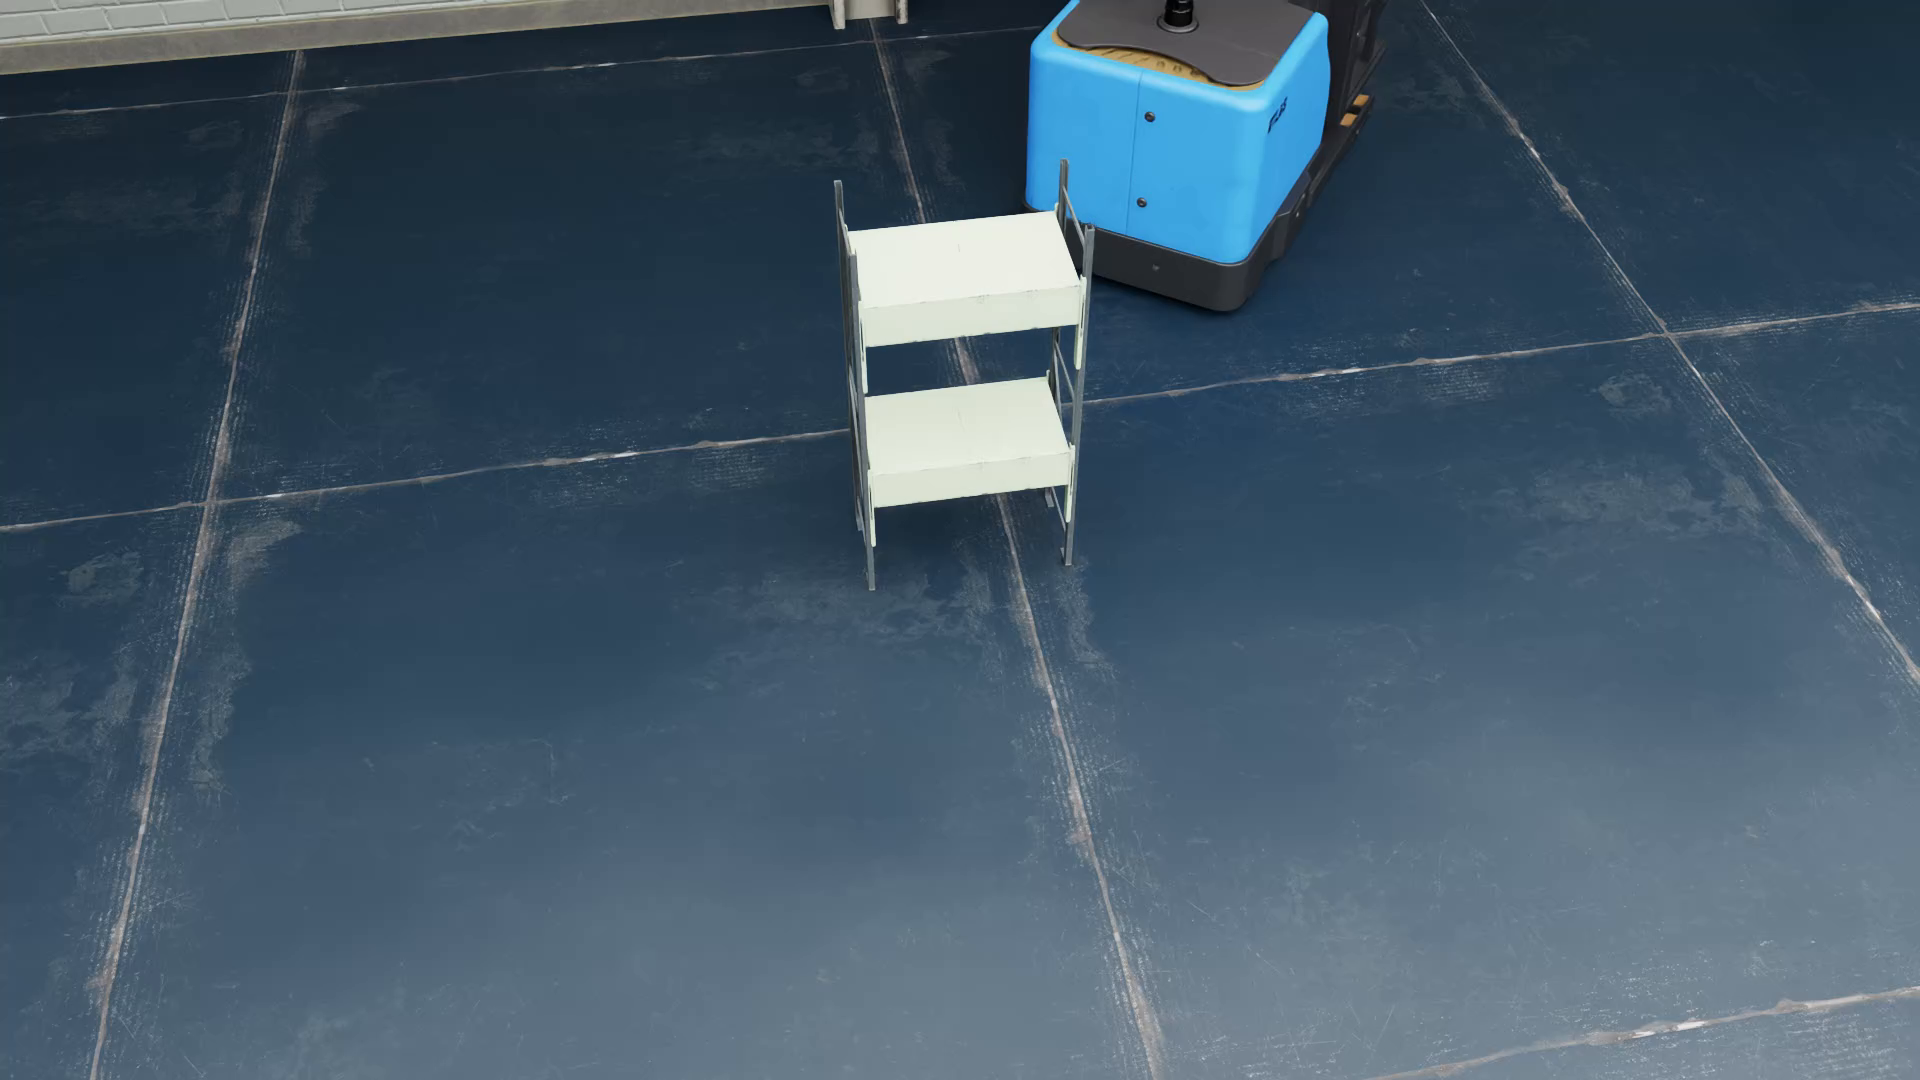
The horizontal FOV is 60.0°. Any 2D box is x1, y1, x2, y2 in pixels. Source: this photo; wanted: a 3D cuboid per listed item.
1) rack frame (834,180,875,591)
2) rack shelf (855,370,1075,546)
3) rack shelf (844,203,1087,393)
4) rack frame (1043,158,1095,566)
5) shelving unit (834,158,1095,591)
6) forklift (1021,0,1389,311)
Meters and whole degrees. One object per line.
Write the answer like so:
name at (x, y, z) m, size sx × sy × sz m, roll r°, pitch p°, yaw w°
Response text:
rack frame at (-0.354, -0.476, 5.667) m, size 0.023 × 1.500 × 0.400 m, roll -7°, pitch 46°, yaw -7°
rack shelf at (0.007, -0.295, 5.945) m, size 0.720 × 0.370 × 0.431 m, roll -7°, pitch 46°, yaw -7°
rack shelf at (0.007, -0.792, 5.430) m, size 0.720 × 0.370 × 0.431 m, roll -7°, pitch 46°, yaw -7°
rack frame at (0.367, -0.566, 5.754) m, size 0.023 × 1.500 × 0.400 m, roll -7°, pitch 46°, yaw -7°
shelving unit at (0.007, -0.521, 5.711) m, size 0.755 × 1.500 × 0.431 m, roll -7°, pitch 46°, yaw -7°
forklift at (1.387, -3.058, 7.161) m, size 1.130 × 2.935 × 3.031 m, roll 20°, pitch 49°, yaw 18°
